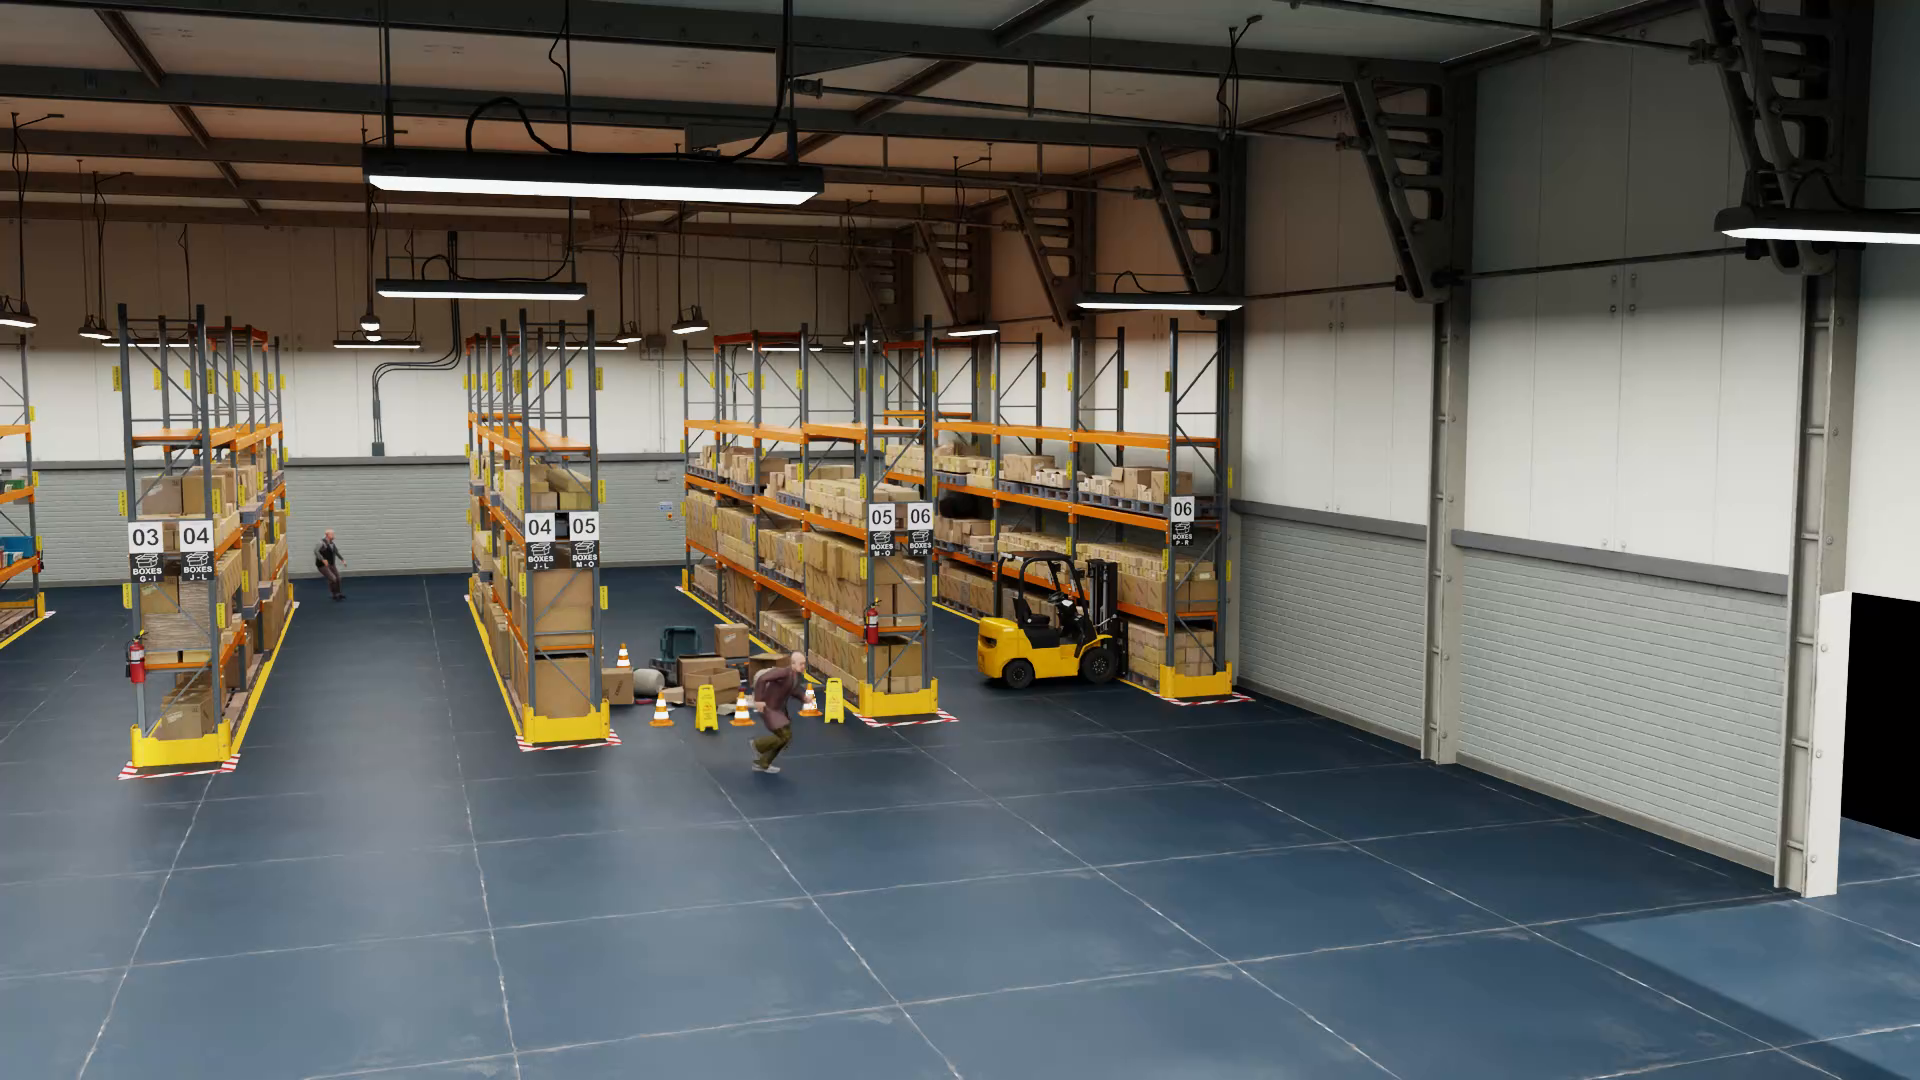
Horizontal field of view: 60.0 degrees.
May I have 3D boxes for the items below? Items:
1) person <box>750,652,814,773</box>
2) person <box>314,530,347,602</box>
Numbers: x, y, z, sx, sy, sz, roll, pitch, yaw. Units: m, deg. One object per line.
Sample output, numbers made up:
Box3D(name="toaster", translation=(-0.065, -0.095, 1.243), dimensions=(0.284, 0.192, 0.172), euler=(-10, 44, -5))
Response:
Box3D(name="person", translation=(-2.294, 2.211, 21.164), dimensions=(0.866, 1.599, 0.736), euler=(2, 6, 22))
Box3D(name="person", translation=(-14.337, 0.590, 38.004), dimensions=(0.570, 1.675, 0.919), euler=(2, 6, 18))
